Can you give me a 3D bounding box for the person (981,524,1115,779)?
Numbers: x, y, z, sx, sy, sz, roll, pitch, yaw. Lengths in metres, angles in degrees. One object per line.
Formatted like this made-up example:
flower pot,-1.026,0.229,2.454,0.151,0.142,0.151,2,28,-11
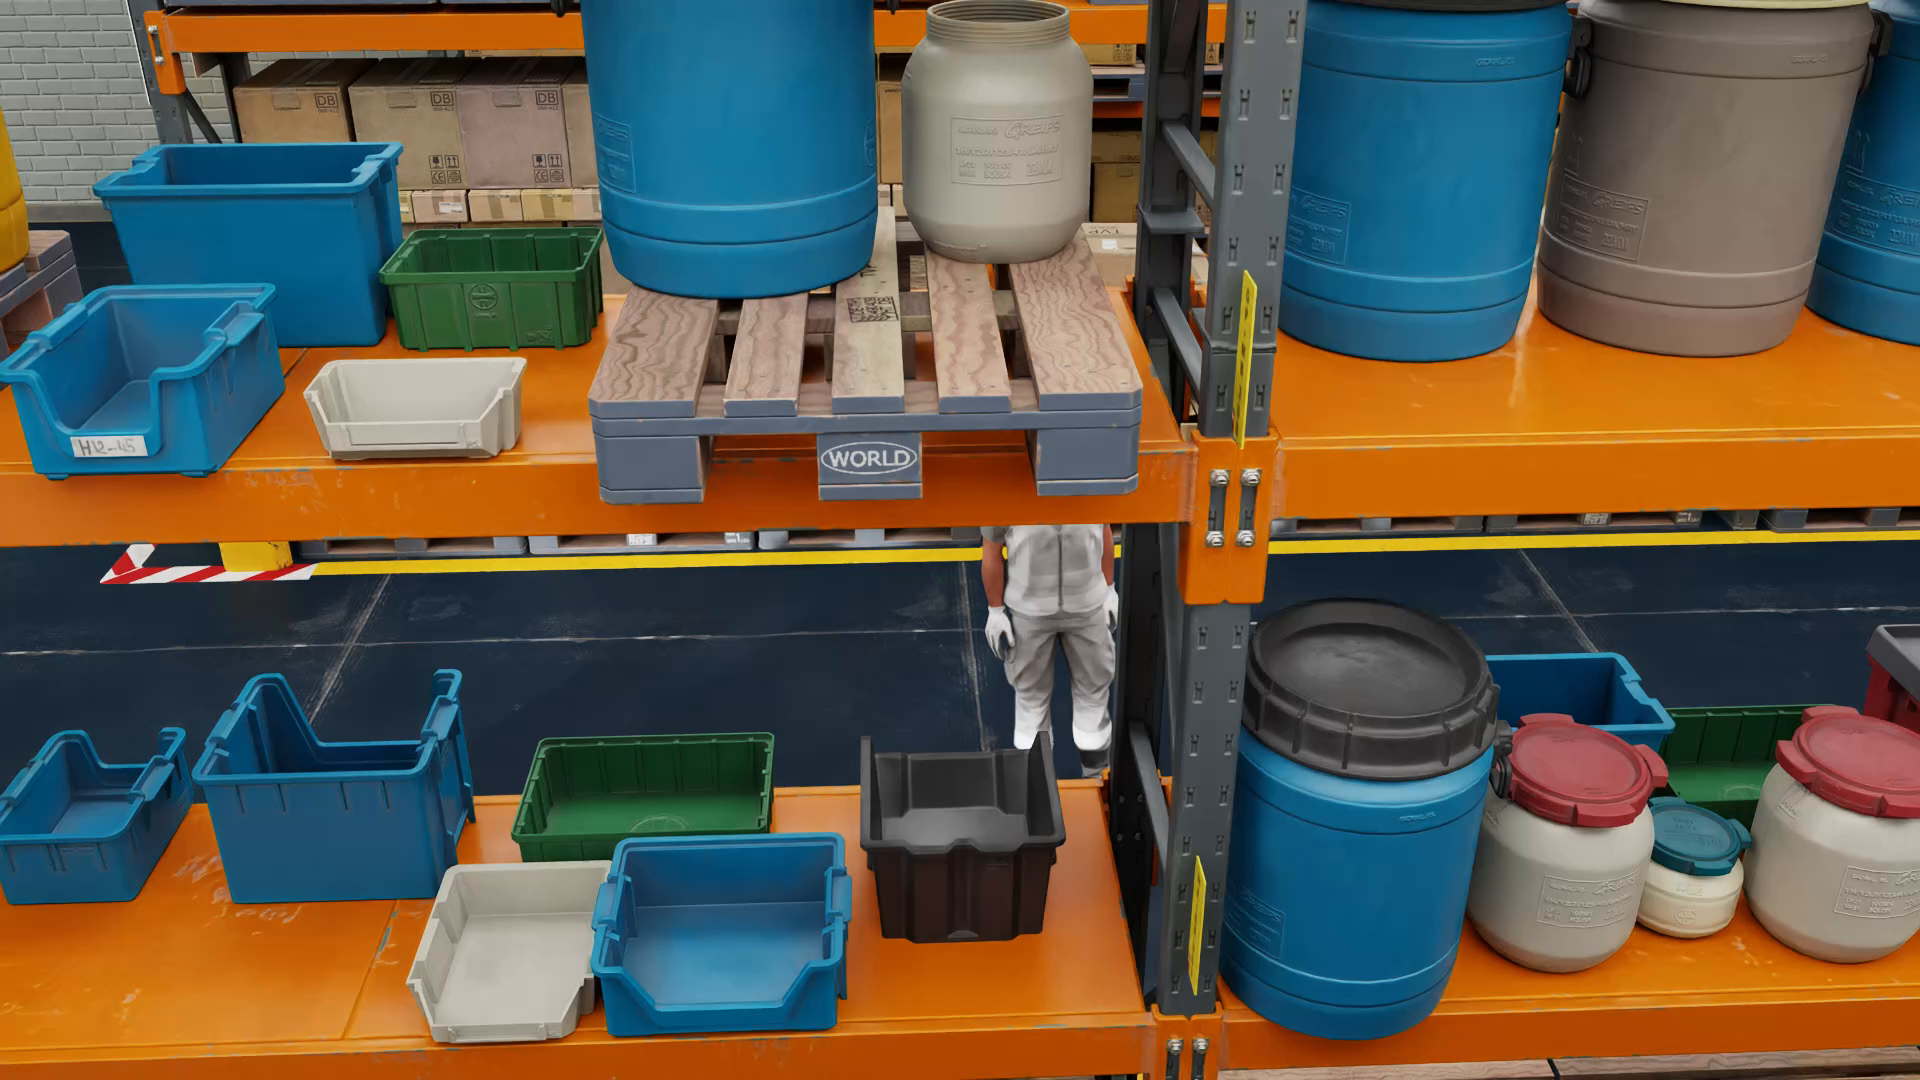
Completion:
person,0.376,0.305,6.470,0.577,1.803,0.455,-3,28,-7
